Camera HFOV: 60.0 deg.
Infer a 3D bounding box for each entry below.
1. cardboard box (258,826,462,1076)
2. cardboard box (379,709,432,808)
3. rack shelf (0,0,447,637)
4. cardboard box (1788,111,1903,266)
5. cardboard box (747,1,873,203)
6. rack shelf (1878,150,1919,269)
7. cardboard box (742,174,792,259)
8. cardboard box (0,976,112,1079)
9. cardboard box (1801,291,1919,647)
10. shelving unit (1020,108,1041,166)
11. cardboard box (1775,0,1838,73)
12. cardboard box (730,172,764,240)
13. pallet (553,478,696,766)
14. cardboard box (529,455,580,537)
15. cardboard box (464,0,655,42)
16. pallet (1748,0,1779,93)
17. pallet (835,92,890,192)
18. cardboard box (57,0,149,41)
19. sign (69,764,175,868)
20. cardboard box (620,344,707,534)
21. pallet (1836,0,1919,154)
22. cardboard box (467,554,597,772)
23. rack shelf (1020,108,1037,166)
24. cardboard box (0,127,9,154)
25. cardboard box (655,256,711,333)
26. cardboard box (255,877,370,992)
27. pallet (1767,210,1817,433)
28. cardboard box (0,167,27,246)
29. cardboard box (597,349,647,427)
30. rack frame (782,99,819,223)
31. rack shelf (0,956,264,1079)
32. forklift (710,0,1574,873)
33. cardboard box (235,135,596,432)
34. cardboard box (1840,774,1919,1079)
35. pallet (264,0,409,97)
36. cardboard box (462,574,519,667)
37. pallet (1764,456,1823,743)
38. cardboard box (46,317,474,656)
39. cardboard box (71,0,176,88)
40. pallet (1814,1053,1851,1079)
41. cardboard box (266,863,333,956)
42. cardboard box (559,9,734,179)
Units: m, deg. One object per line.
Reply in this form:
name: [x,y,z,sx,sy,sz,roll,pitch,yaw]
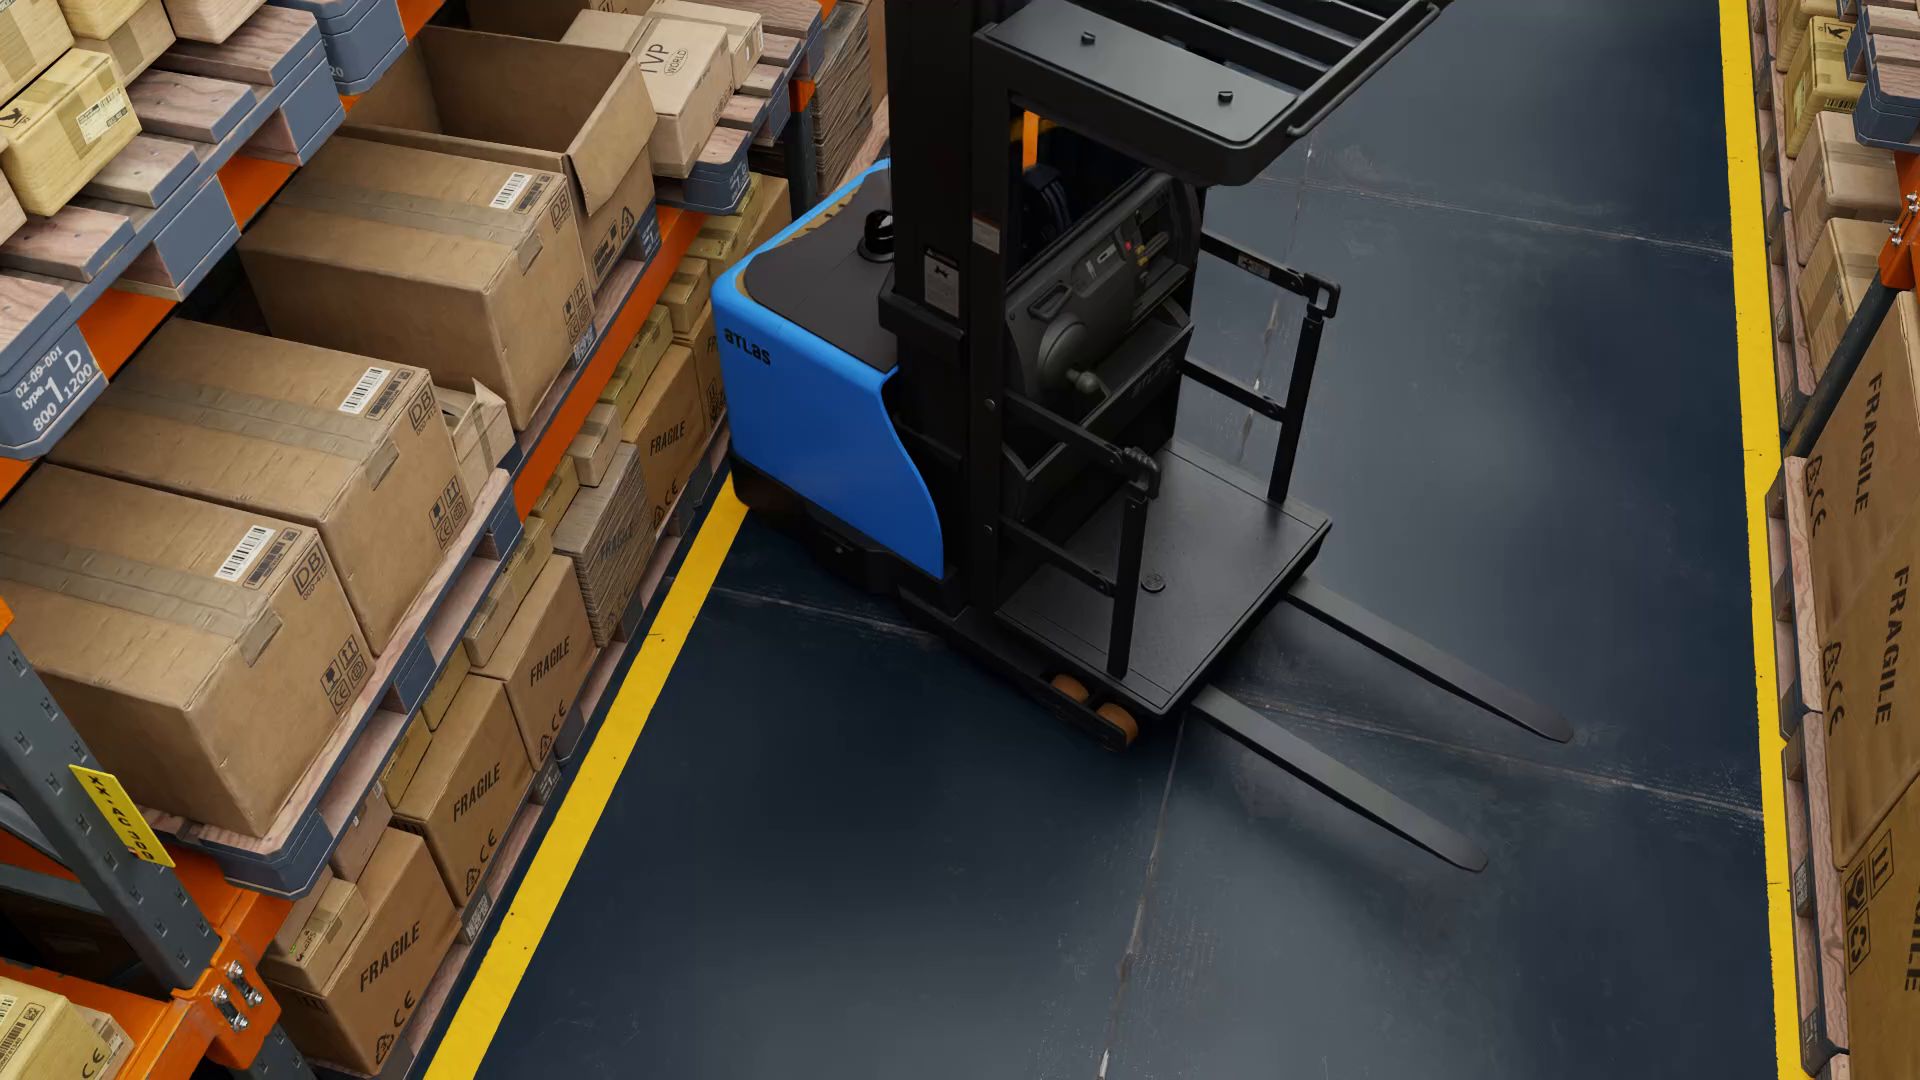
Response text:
cardboard box: [-1.793,1.102,4.664,0.500,0.500,0.500,14,50,12]
cardboard box: [-1.731,0.582,4.690,0.380,0.149,0.250,9,49,8]
rack shelf: [-1.611,-1.482,4.037,1.077,0.370,4.000,12,50,10]
cardboard box: [4.050,-1.409,6.965,0.950,0.372,0.625,11,49,9]
cardboard box: [-0.907,-1.976,7.297,0.875,0.625,0.625,13,50,11]
rack shelf: [4.232,-2.406,6.853,1.077,0.370,4.000,12,50,10]
cardboard box: [-0.988,-1.138,6.641,0.500,0.500,0.500,13,50,11]
cardboard box: [-2.036,1.087,3.192,0.500,0.250,0.500,13,50,11]
cardboard box: [3.444,-0.150,5.519,0.875,0.875,0.875,11,50,10]
shelving unit: [0.274,-1.803,6.841,0.587,1.500,1.083,-22,52,-19]
cardboard box: [4.437,-2.459,7.893,0.950,0.372,0.625,14,50,12]
cardboard box: [-0.970,-1.293,6.345,0.380,0.149,0.250,9,49,8]
pallet: [-1.640,0.161,5.967,1.003,0.211,1.213,12,50,10]
cardboard box: [-1.460,-0.172,5.356,0.380,0.149,0.250,12,50,10]
cardboard box: [-1.370,-2.005,5.672,0.500,0.500,0.500,14,50,12]
pallet: [4.555,-2.604,8.408,1.003,0.211,1.213,12,50,10]
pallet: [-0.830,-1.839,7.732,1.003,0.211,1.213,12,50,10]
cardboard box: [-1.526,-0.972,2.729,0.380,0.149,0.250,11,49,9]
sign: [-1.611,0.534,3.200,0.100,0.325,0.005,12,50,10]
cardboard box: [-1.265,-0.399,5.988,0.500,0.500,0.500,14,50,12]
pallet: [3.790,-1.670,5.852,1.213,0.211,1.003,12,50,10]
cardboard box: [-1.526,0.355,5.324,0.500,0.500,0.500,10,49,9]
rack shelf: [0.269,-1.690,6.981,0.538,0.185,1.000,-22,52,-19]
cardboard box: [-1.635,-0.590,2.392,0.380,0.149,0.250,13,50,11]
cardboard box: [-1.124,-0.908,6.005,0.380,0.149,0.250,10,49,9]
cardboard box: [-1.786,0.986,4.334,0.380,0.149,0.250,14,50,12]
pallet: [3.913,-0.840,6.850,1.003,0.211,1.213,12,50,10]
cardboard box: [-1.675,-0.500,2.511,0.380,0.149,0.250,12,50,11]
cardboard box: [-1.302,-0.546,5.685,0.380,0.149,0.250,11,49,9]
rack frame: [-1.084,-2.174,6.168,1.000,3.000,0.127,12,50,10]
rack shelf: [-2.663,2.404,2.608,1.077,0.370,4.000,12,50,10]
forklift: [0.607,-0.712,4.924,3.031,2.935,1.130,31,55,24]
cardboard box: [-1.451,-0.701,4.521,0.700,0.500,0.500,11,50,10]
cardboard box: [2.969,1.141,4.379,0.875,0.875,0.875,13,50,11]
pallet: [-1.628,-1.420,3.627,1.213,0.211,1.003,12,50,10]
cardboard box: [-1.570,0.208,5.020,0.380,0.149,0.250,11,50,10]
pallet: [3.425,0.281,5.861,1.003,0.211,1.213,12,50,10]
cardboard box: [-1.658,-0.133,4.020,0.700,0.500,0.500,12,50,10]
cardboard box: [-1.601,-0.883,2.849,0.380,0.149,0.250,12,50,10]
pallet: [2.783,2.046,4.304,1.003,0.211,1.213,12,50,10]
cardboard box: [-1.844,0.875,4.233,0.380,0.149,0.250,11,49,9]
cardboard box: [-1.050,-1.436,5.337,0.500,0.250,0.500,9,49,8]
